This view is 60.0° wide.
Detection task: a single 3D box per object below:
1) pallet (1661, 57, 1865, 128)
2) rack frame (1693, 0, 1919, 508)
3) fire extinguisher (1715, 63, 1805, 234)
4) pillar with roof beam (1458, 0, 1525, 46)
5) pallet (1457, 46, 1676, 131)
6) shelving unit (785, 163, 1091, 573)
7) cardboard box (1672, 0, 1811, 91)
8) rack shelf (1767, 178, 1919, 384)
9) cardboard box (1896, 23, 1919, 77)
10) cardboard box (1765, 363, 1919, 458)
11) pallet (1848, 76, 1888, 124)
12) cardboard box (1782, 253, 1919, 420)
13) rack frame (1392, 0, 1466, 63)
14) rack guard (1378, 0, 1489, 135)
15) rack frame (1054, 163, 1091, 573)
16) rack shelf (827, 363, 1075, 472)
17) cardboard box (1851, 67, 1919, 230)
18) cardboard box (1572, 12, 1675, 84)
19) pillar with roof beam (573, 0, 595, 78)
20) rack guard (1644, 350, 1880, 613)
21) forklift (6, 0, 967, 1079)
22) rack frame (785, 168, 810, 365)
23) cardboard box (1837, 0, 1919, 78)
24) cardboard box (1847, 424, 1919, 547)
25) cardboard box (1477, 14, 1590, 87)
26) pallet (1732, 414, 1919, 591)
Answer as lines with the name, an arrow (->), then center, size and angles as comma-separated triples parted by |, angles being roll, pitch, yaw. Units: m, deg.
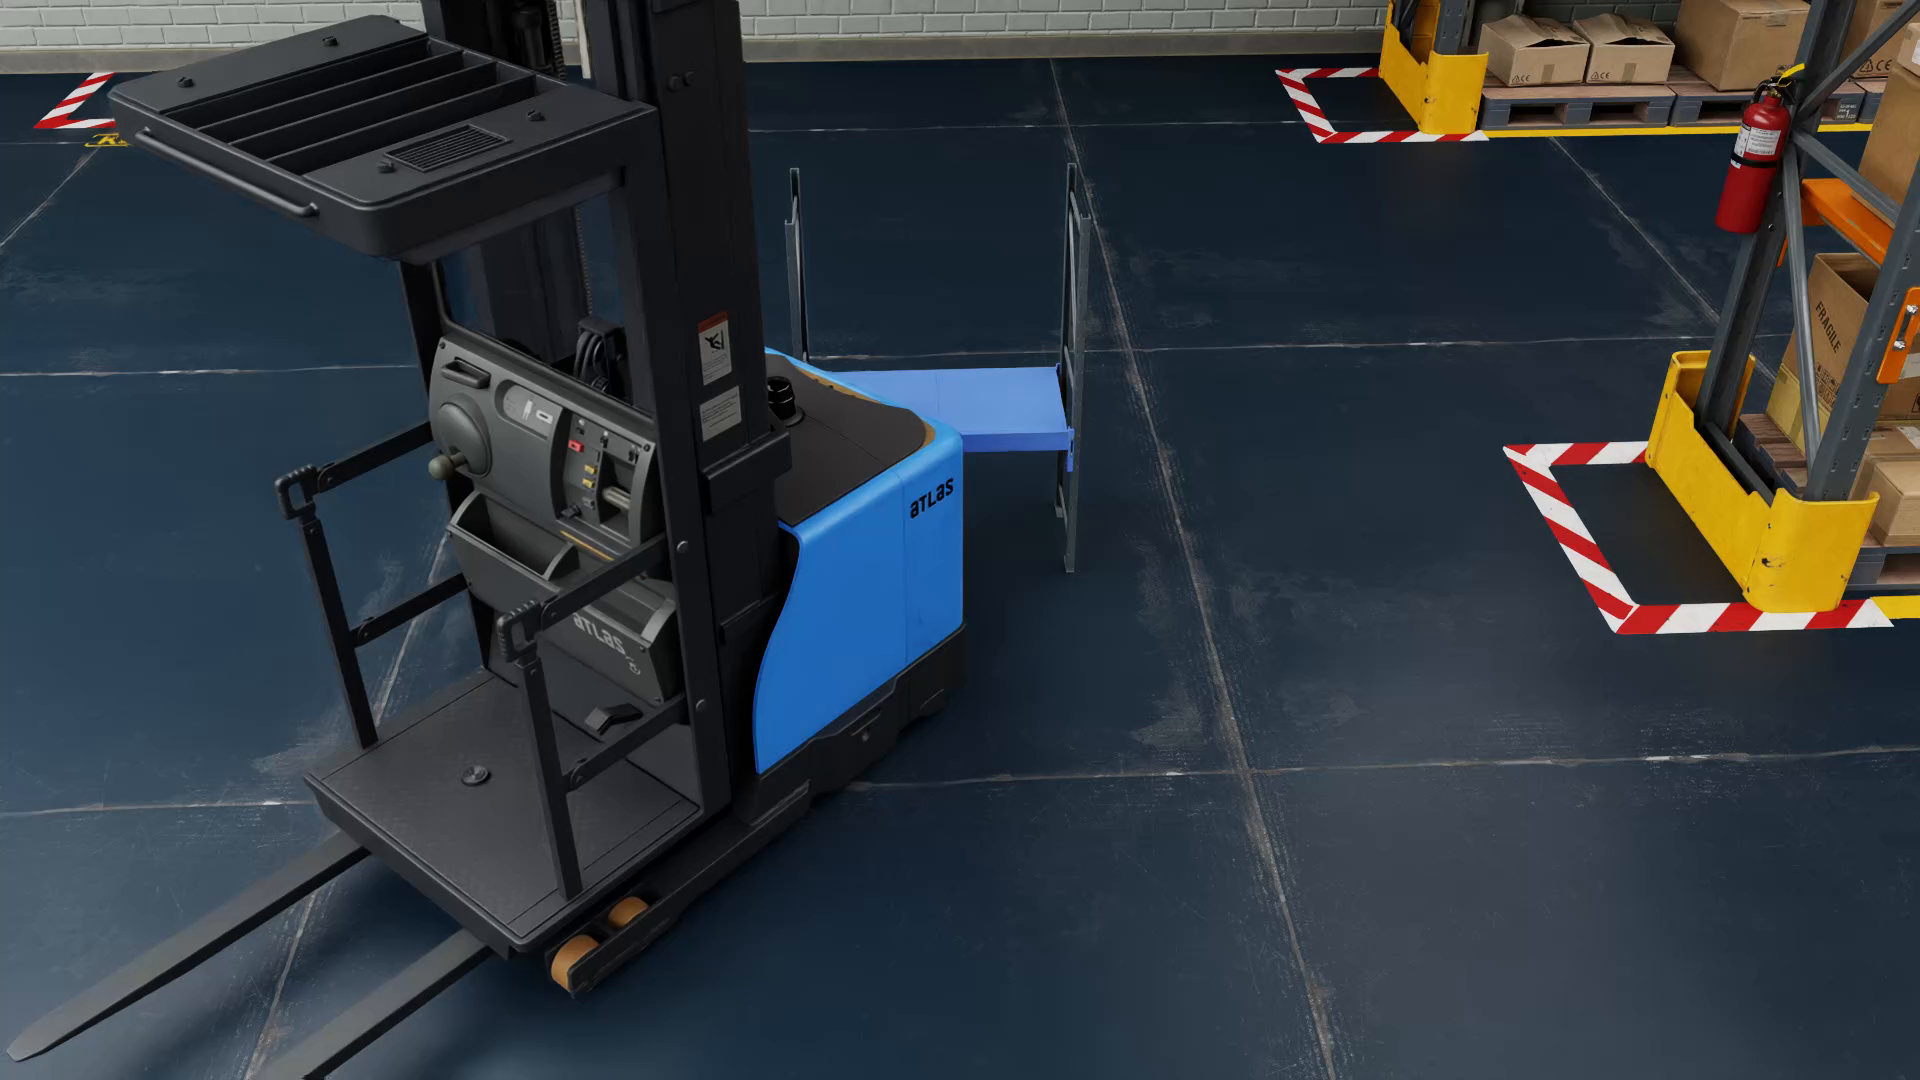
pallet -> 5.075, -2.994, 10.891 | 1.213, 0.211, 1.003 | -2, 35, -2
rack frame -> 3.209, -1.290, 5.978 | 0.127, 3.000, 1.000 | -2, 35, -2
fire extinguisher -> 3.068, -1.519, 6.377 | 0.183, 0.674, 0.296 | -2, 35, -2
pillar with roof beam -> 3.832, -4.636, 5.541 | 0.400, 9.000, 9.100 | -2, 35, -2
pallet -> 3.859, -2.963, 10.846 | 1.213, 0.211, 1.003 | -2, 35, -2
shelving unit -> -0.085, -0.614, 6.320 | 1.048, 1.500, 0.538 | -2, 35, -2
cardboard box -> 4.970, -3.233, 10.596 | 0.500, 0.500, 0.700 | -4, 35, -5
rack shelf -> 5.206, -1.048, 6.261 | 4.000, 0.370, 1.077 | -2, 35, -2
cardboard box -> 3.581, -1.716, 5.937 | 0.250, 0.149, 0.380 | -2, 35, -3
cardboard box -> 3.730, -0.514, 6.905 | 0.500, 0.250, 0.500 | -2, 35, -2
pallet -> 6.297, -3.029, 10.941 | 1.213, 0.211, 1.003 | -2, 35, -2
cardboard box -> 3.730, -0.824, 6.693 | 0.500, 0.500, 0.500 | -2, 35, -2
rack frame -> 2.970, -4.106, 10.047 | 0.127, 3.000, 1.000 | -2, 35, -2
rack guard -> 3.046, -3.080, 10.761 | 0.348, 0.500, 1.175 | -2, 35, -2
rack frame -> 0.423, -0.628, 6.340 | 0.032, 1.500, 0.500 | -2, 35, -2
rack shelf -> -0.085, -0.467, 6.422 | 1.000, 0.185, 0.538 | -2, 35, -2
cardboard box -> 3.675, -1.336, 5.957 | 0.500, 0.500, 0.700 | -2, 35, -2
cardboard box -> 4.235, -3.164, 10.662 | 0.500, 0.311, 0.500 | 1, 35, 2
pillar with roof beam -> -2.161, -4.474, 5.308 | 0.400, 9.000, 9.100 | -2, 35, -2
rack guard -> 3.185, -0.261, 6.689 | 0.348, 0.500, 1.175 | -2, 35, -2
forklift -> -1.304, -0.210, 4.478 | 1.130, 2.935, 3.031 | 25, 42, 32
rack frame -> -0.593, -0.601, 6.300 | 0.032, 1.500, 0.500 | -2, 35, -2
cardboard box -> 5.931, -3.316, 10.715 | 0.500, 0.500, 0.500 | -4, 35, -6
cardboard box -> 3.755, -0.220, 6.479 | 0.500, 0.250, 0.500 | -2, 35, -2
cardboard box -> 3.666, -3.149, 10.640 | 0.500, 0.311, 0.500 | -5, 35, -8
pallet -> 3.970, -0.188, 6.836 | 1.213, 0.211, 1.003 | -2, 35, -2
